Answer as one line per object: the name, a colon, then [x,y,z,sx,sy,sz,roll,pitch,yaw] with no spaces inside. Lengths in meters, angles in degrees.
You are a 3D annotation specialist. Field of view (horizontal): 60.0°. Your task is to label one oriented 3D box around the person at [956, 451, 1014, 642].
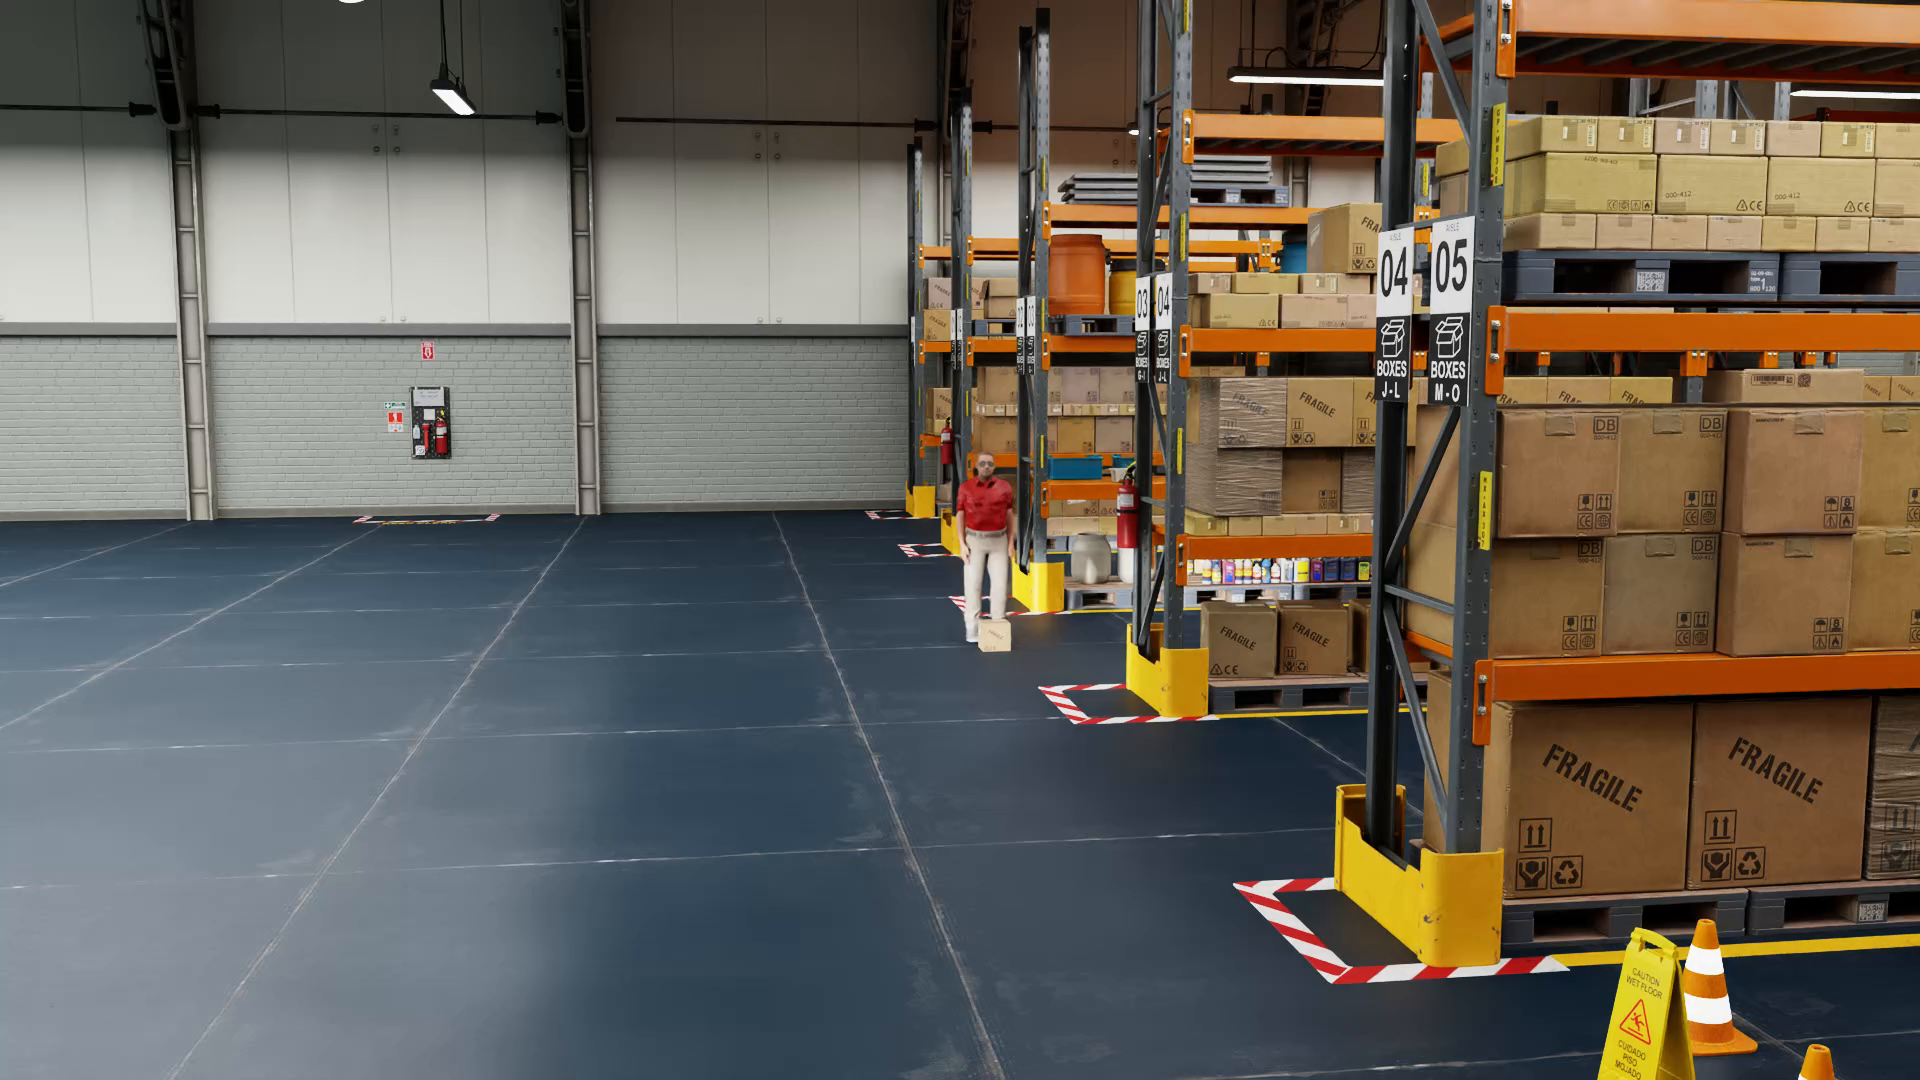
person: [0.240,0.076,15.212,0.541,1.767,0.390,-1,6,-7]
